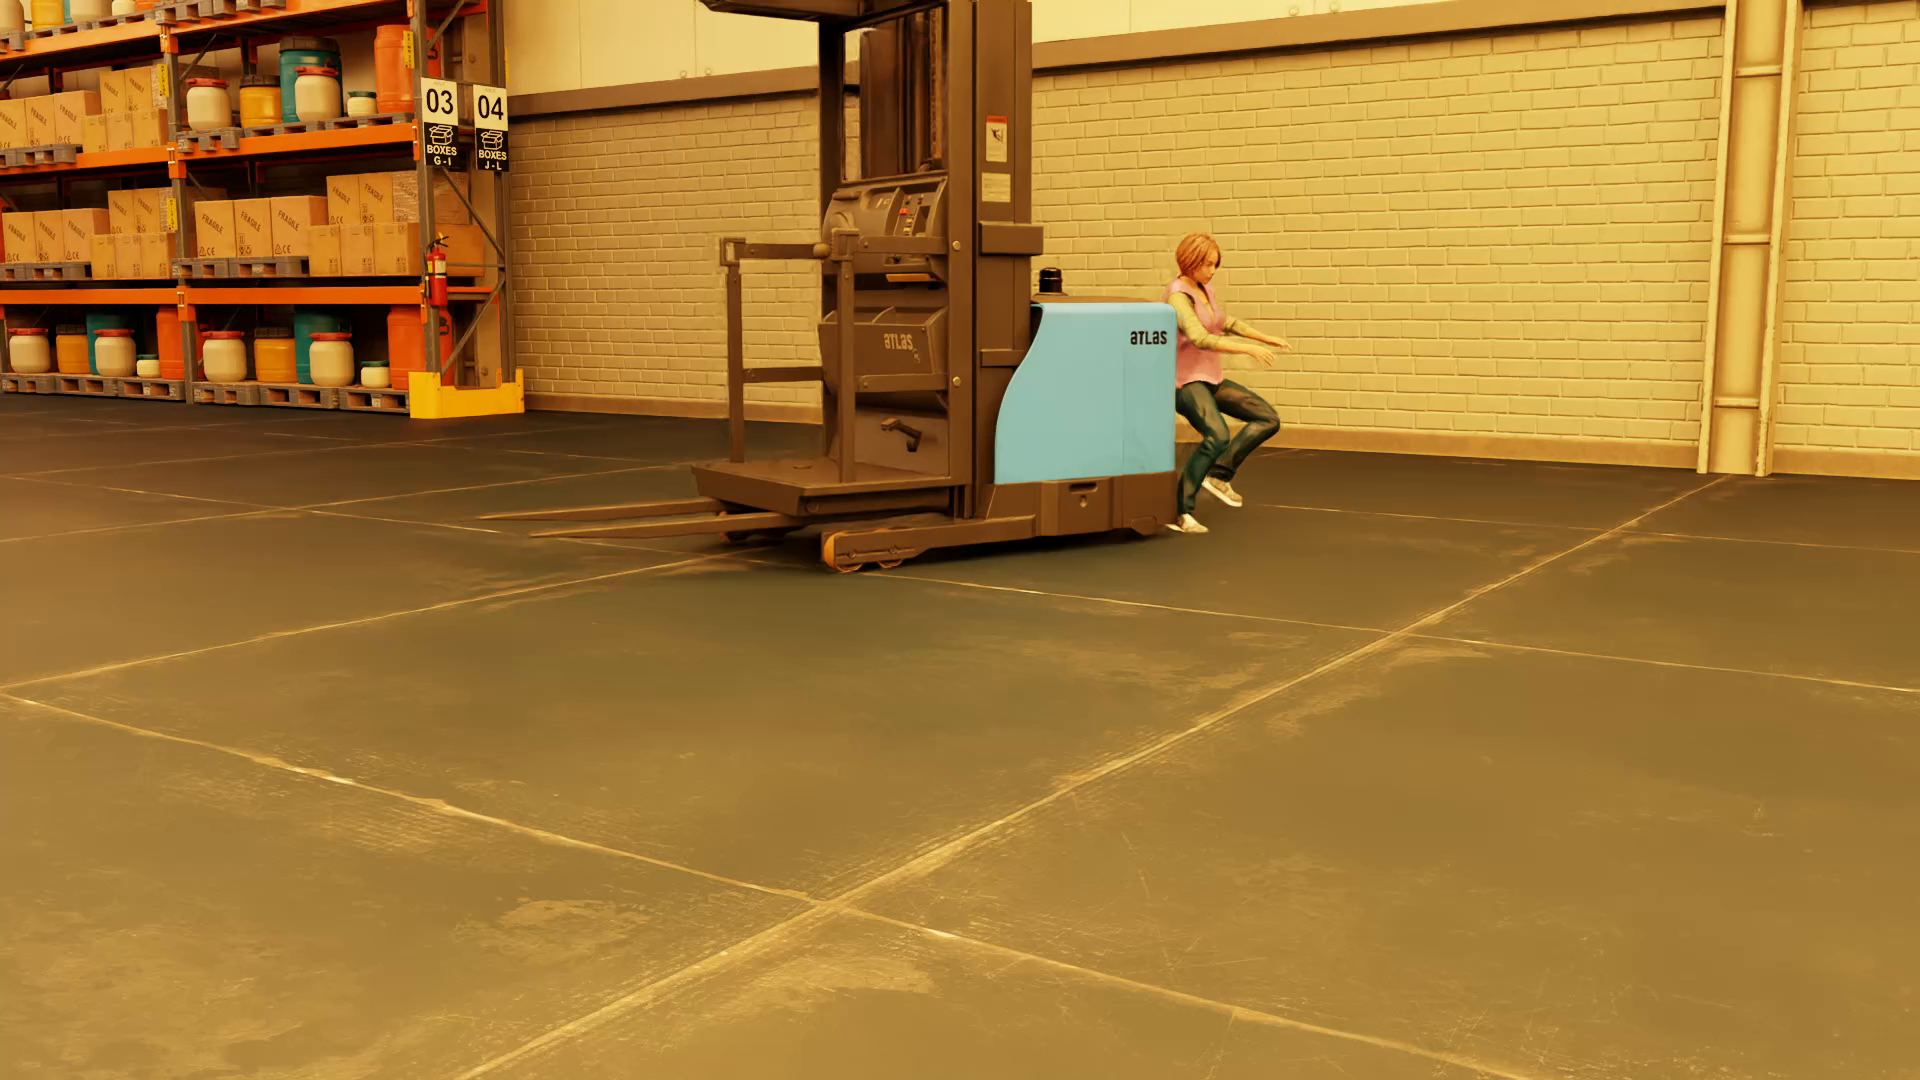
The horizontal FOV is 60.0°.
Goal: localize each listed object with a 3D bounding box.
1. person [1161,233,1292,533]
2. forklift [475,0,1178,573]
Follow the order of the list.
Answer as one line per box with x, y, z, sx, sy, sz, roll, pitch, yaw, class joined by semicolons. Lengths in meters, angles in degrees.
1.301;-0.762;8.073;0.682;1.440;0.765;6;10;35;person
-0.507;-1.403;7.061;3.031;2.935;1.130;-5;10;-33;forklift
